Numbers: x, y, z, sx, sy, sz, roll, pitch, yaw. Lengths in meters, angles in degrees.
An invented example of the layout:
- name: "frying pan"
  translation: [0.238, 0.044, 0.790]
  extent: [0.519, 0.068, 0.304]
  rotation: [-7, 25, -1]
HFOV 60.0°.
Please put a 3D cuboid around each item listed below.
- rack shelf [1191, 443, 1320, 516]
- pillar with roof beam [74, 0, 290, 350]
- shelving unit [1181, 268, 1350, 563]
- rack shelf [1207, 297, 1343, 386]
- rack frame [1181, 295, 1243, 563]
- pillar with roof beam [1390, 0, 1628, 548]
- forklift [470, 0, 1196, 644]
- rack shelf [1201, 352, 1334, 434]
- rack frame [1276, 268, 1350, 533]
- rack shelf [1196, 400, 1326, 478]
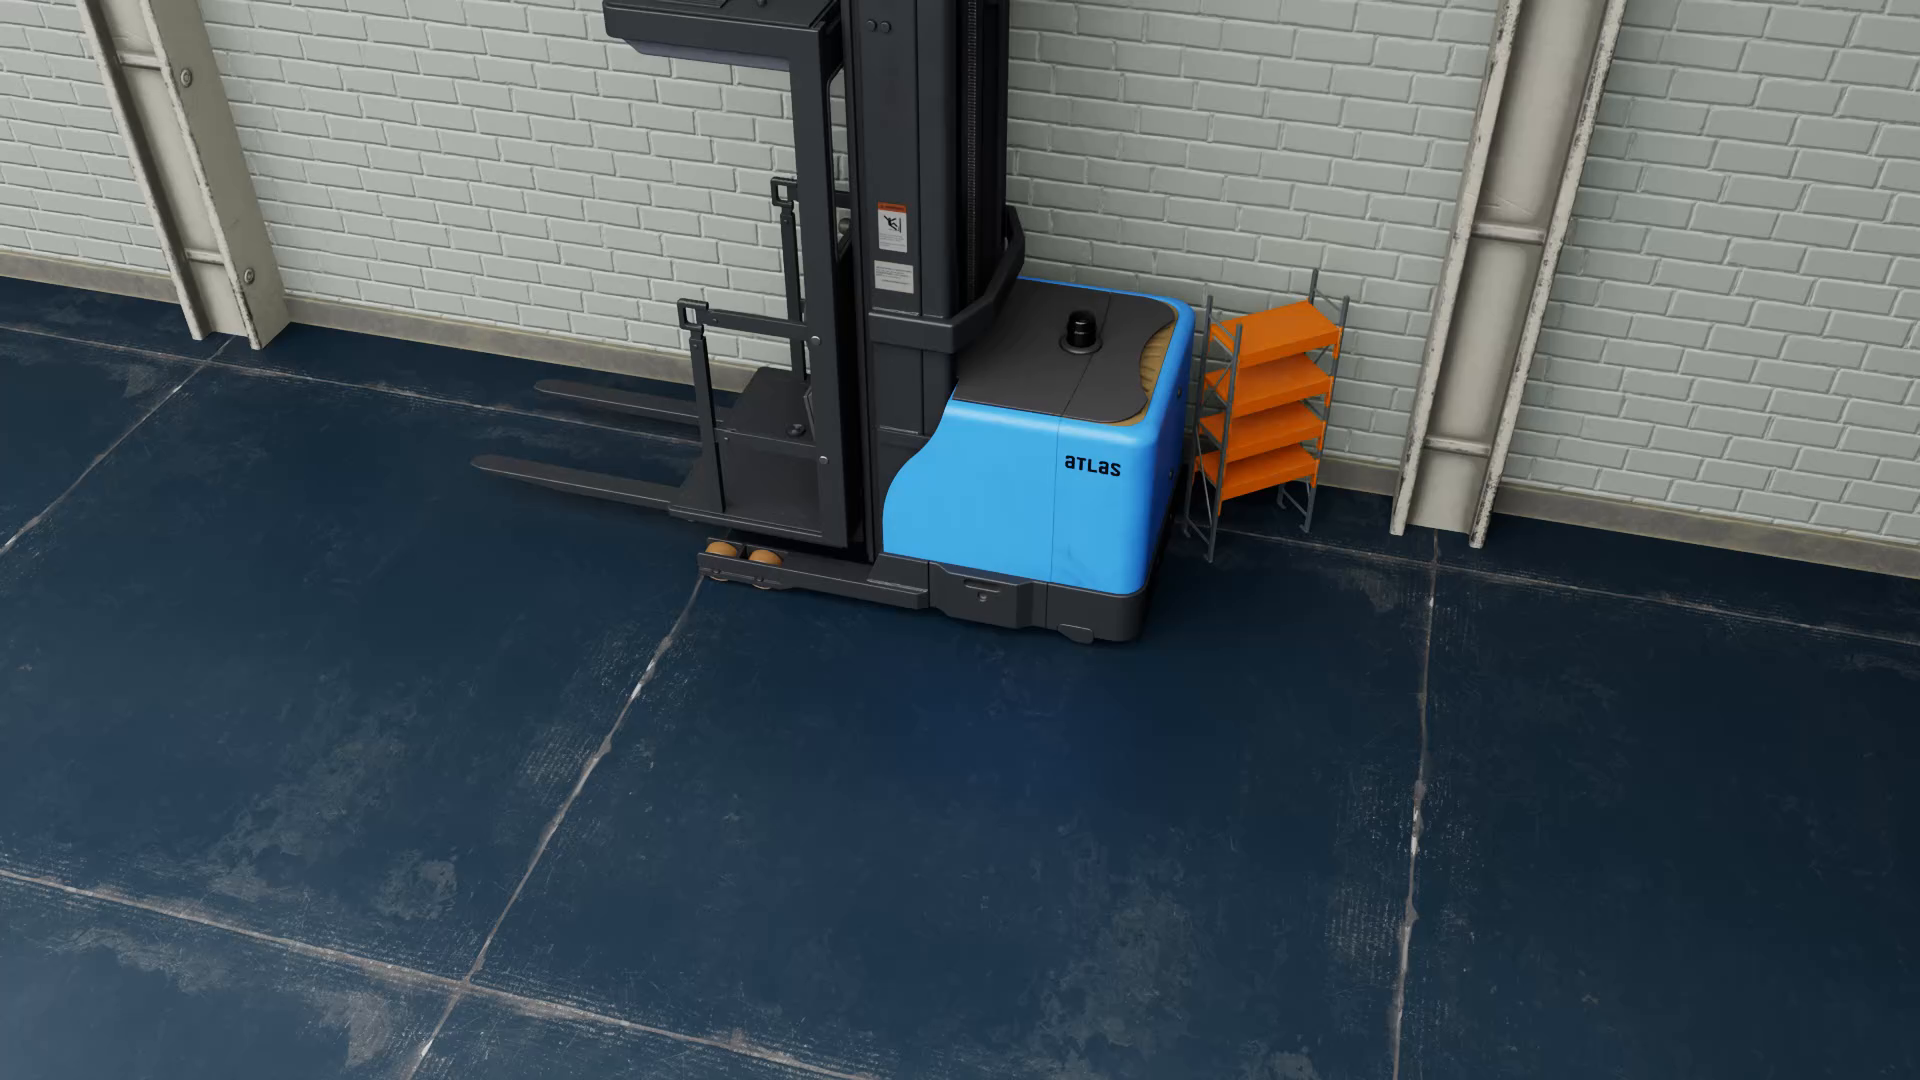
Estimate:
- name: "rack shelf"
  translation: [1.250, -0.293, 7.079]
  extent: [0.480, 0.148, 0.258]
  rotation: [-16, 43, -18]
- name: "pillar with roof beam"
  translation: [-4.795, -1.860, 2.467]
  extent: [0.400, 9.000, 9.100]
  rotation: [10, 41, 11]
- name: "shelving unit"
  translation: [1.250, -0.496, 6.908]
  extent: [0.503, 1.200, 0.258]
  rotation: [-16, 43, -18]
- name: "rack shelf"
  translation: [1.250, -0.797, 6.655]
  extent: [0.480, 0.148, 0.258]
  rotation: [-16, 43, -18]
- name: "rack frame"
  translation: [1.028, -0.432, 6.832]
  extent: [0.015, 1.200, 0.240]
  rotation: [-16, 43, -18]
- name: "pillar with roof beam"
  translation: [1.001, -0.862, 1.280]
  extent: [0.400, 9.000, 9.100]
  rotation: [10, 41, 11]
- name: "forklift"
  translation: [-0.607, -1.231, 6.437]
  extent: [3.031, 2.935, 1.130]
  rotation: [10, 41, 12]
- name: "rack shelf"
  translation: [1.250, -0.616, 6.807]
  extent: [0.480, 0.148, 0.258]
  rotation: [-16, 43, -18]
- name: "rack frame"
  translation: [1.473, -0.560, 6.984]
  extent: [0.015, 1.200, 0.240]
  rotation: [-16, 43, -18]
- name: "rack shelf"
  translation: [1.250, -0.445, 6.951]
  extent: [0.480, 0.148, 0.258]
  rotation: [-16, 43, -18]
